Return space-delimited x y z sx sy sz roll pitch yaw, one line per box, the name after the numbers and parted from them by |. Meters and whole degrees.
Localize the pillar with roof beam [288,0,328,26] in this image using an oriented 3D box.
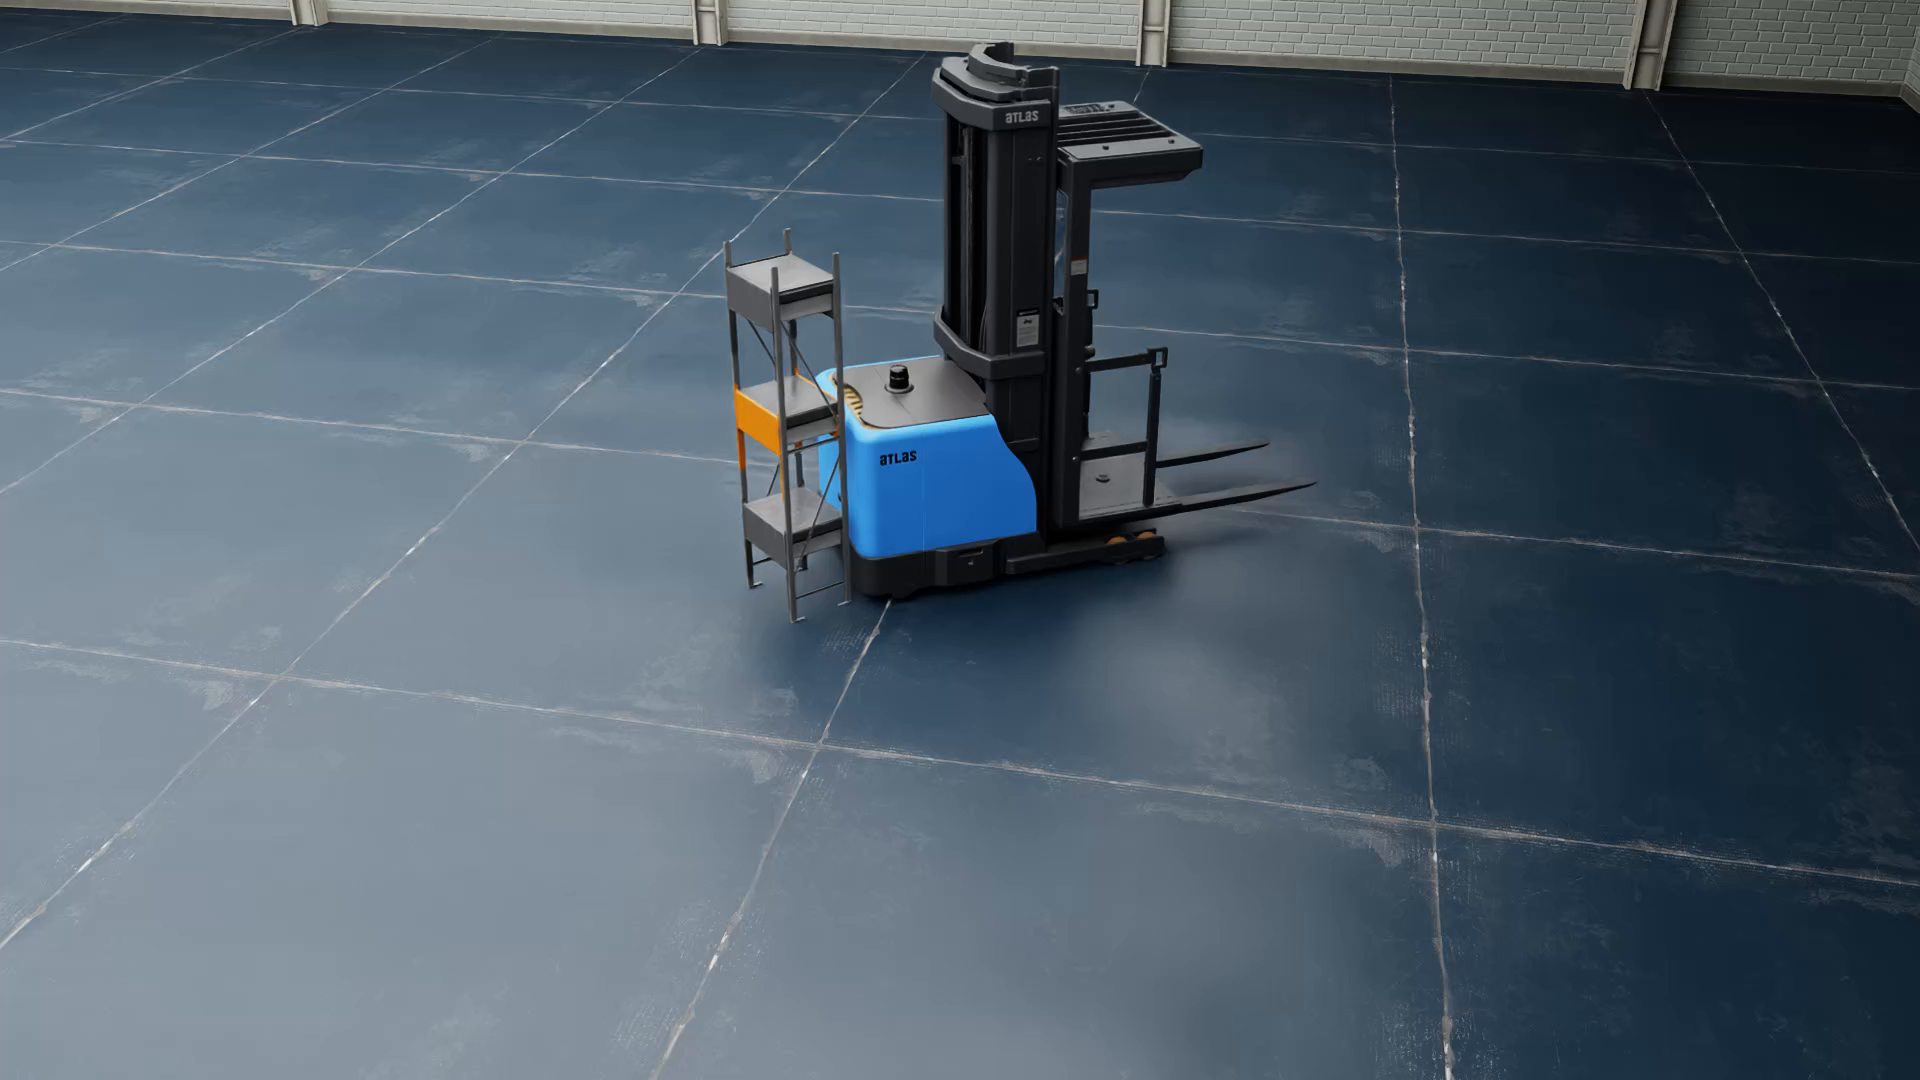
-10.146 -9.291 17.849 0.400 9.000 9.100 6 29 11 | pillar with roof beam

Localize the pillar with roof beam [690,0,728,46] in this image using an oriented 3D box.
-4.278 -8.689 16.750 0.400 9.000 9.100 6 29 11 | pillar with roof beam

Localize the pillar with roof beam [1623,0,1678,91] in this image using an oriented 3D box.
7.457 -7.486 14.552 0.400 9.000 9.100 6 29 11 | pillar with roof beam

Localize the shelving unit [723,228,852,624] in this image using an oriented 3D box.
-0.934 -0.601 9.162 0.431 2.100 0.503 -19 34 -31 | shelving unit

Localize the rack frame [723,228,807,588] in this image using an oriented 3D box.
-1.078 -0.696 9.335 0.400 2.100 0.015 -19 34 -31 | rack frame

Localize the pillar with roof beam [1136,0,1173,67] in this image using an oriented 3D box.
1.590 -8.087 15.651 0.400 9.000 9.100 6 29 11 | pillar with roof beam

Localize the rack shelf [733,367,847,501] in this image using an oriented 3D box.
-0.934 -0.589 9.168 0.431 0.518 0.480 -19 34 -31 | rack shelf

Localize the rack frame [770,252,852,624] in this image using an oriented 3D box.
-0.791 -0.507 8.989 0.400 2.100 0.015 -19 34 -31 | rack frame

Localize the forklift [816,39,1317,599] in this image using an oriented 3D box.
0.705 -1.366 9.692 3.031 2.935 1.130 -9 30 -17 | forklift

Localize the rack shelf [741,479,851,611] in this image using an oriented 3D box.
-0.934 0.025 9.505 0.431 0.518 0.480 -19 34 -31 | rack shelf

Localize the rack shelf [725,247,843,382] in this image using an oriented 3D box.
-0.934 -1.203 8.832 0.431 0.518 0.480 -19 34 -31 | rack shelf
